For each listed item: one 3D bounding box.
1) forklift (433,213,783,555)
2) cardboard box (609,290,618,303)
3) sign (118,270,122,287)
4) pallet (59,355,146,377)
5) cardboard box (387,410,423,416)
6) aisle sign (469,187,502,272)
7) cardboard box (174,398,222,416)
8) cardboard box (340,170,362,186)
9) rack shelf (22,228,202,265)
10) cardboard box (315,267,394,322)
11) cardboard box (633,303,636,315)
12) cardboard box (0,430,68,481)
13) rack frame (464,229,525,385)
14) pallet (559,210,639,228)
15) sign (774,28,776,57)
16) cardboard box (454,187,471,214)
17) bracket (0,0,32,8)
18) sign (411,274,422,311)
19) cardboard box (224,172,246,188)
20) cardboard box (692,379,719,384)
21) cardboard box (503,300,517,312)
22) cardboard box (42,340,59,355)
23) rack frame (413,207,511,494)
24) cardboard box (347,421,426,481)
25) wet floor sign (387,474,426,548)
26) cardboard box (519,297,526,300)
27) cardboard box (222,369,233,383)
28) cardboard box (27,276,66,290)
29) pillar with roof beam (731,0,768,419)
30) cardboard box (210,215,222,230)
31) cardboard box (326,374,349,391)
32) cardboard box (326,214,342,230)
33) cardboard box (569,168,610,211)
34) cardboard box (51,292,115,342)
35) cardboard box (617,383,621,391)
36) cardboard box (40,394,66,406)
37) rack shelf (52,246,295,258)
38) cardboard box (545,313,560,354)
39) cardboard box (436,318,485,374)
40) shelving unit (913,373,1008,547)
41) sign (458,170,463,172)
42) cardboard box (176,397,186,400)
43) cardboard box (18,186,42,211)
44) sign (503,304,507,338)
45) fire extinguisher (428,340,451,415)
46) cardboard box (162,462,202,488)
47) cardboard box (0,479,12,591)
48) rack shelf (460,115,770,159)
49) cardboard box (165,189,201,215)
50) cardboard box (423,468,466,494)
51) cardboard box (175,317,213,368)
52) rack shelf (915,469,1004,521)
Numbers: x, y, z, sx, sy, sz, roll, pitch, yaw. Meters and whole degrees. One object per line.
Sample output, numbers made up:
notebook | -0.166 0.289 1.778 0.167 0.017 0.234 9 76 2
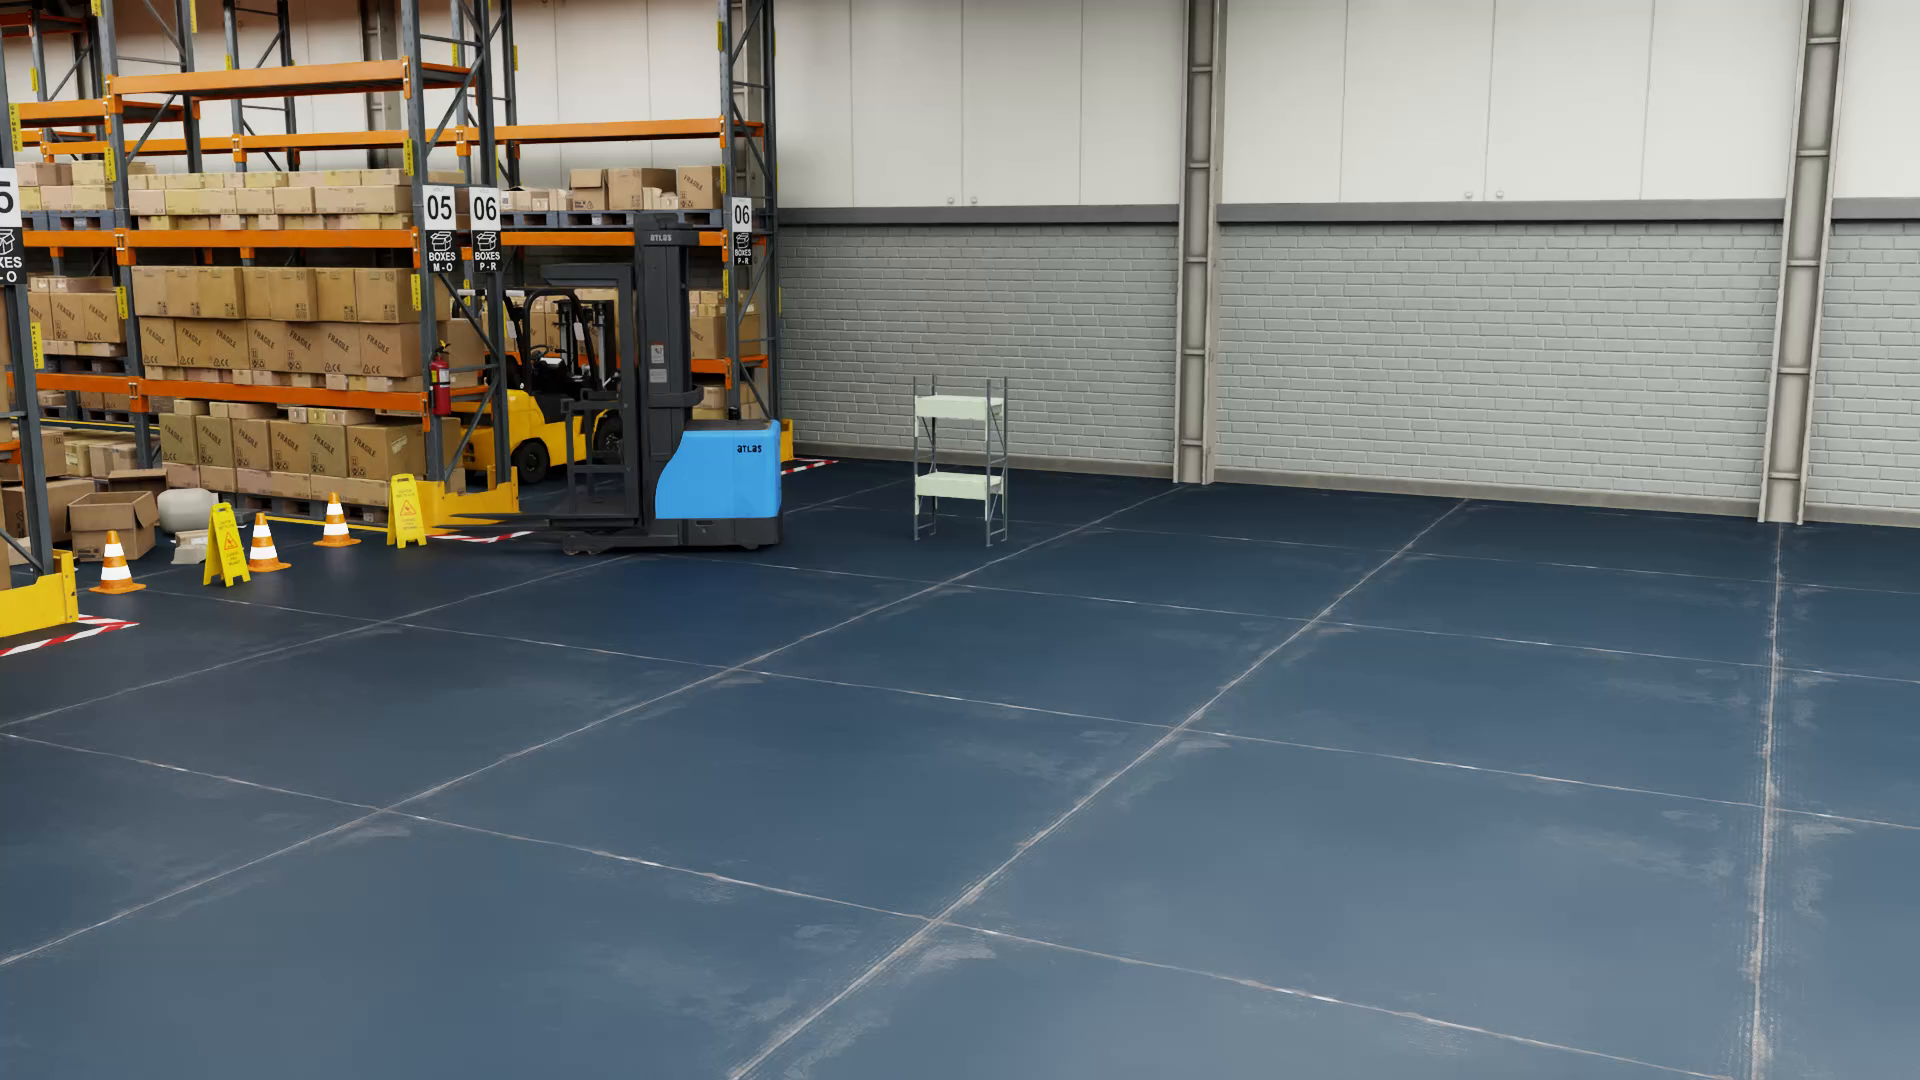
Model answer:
forklift | -3.142 -1.410 14.811 3.031 2.935 1.130 -1 10 -3
cardboard box | -4.102 -3.005 20.496 0.250 0.149 0.380 5 12 27
sign | -13.018 -4.016 25.765 0.005 0.325 0.100 5 11 26
pallet | -8.900 -1.923 17.990 1.213 0.211 1.003 5 11 26
cardboard box | -7.251 -1.867 22.629 0.625 0.625 0.875 5 11 25
aisle sign | -4.499 -2.942 15.785 0.004 0.787 0.394 5 11 26
cardboard box | -7.784 -1.366 16.992 0.250 0.149 0.380 5 11 27
cardboard box | -5.577 -3.386 15.582 0.250 0.149 0.380 5 11 25
rack shelf | -10.073 -3.213 18.179 4.000 0.370 1.077 5 11 26
cardboard box | -5.697 -2.353 15.902 0.500 0.500 0.700 5 11 26
cardboard box | -3.859 -2.843 20.433 0.250 0.149 0.380 5 11 24
cardboard box | -9.040 -0.790 16.083 0.500 0.500 0.500 5 11 26
rack frame | -6.086 -2.727 21.893 0.127 3.000 1.000 5 11 26
pallet | -4.220 -4.000 20.753 1.213 0.211 1.003 5 11 26
sign | -2.248 -5.989 20.007 0.005 0.325 0.100 5 11 26
cardboard box | -5.025 -3.249 15.944 0.500 0.250 0.500 5 11 25
bracket | -16.326 -8.458 26.609 4.783 0.066 0.076 5 11 26
sign | -4.955 -2.257 15.158 0.005 0.325 0.100 5 11 26
cardboard box | -6.949 -3.508 16.252 0.250 0.149 0.380 5 11 25
cardboard box | -3.296 -1.864 20.861 0.500 0.250 0.500 5 11 26
cardboard box | -5.684 -3.008 21.344 0.250 0.149 0.380 5 12 27
cardboard box | -9.568 -2.071 17.796 0.250 0.149 0.380 5 11 26
rack frame | -4.692 -1.618 15.770 0.127 3.000 1.000 5 11 26
cardboard box | -5.526 -0.863 16.029 0.500 0.500 0.500 5 11 26
wet floor sign | -4.995 -0.274 14.953 0.267 0.644 0.232 -10 14 -43
cardboard box | -5.424 -3.144 21.262 0.250 0.149 0.380 5 11 25
cardboard box | -7.178 -1.665 16.734 0.250 0.149 0.380 5 11 26
cardboard box | -10.274 -2.886 18.659 0.250 0.149 0.380 4 11 23
pillar with roof beam | -4.629 -4.875 16.917 0.400 9.000 9.100 5 11 26
cardboard box | -7.185 -3.142 16.471 0.250 0.149 0.380 5 11 24
cardboard box | -5.863 -1.531 15.995 0.250 0.149 0.380 5 12 27
cardboard box | -5.794 -3.026 15.828 0.250 0.149 0.380 5 11 26
cardboard box | -4.386 -4.339 20.629 0.637 0.503 0.797 5 12 28
cardboard box | -9.240 -2.375 17.652 0.500 0.500 0.500 5 11 26
cardboard box | -3.967 -1.821 20.624 0.500 0.250 0.500 5 11 27
cardboard box | -13.890 -2.158 25.576 0.250 0.149 0.380 5 11 24
rack shelf | -11.467 -4.322 24.303 4.000 0.370 1.077 5 11 26
cardboard box | -4.875 -2.621 21.029 0.500 0.500 0.500 5 11 25
cardboard box | -4.994 -1.896 16.186 0.500 0.500 0.500 5 11 25
shelving unit | 0.006 -0.737 15.114 0.755 1.500 0.431 5 11 26
sign | -6.317 -4.525 21.069 0.005 0.325 0.100 5 11 26
cardboard box | -11.062 -2.099 24.267 0.500 0.500 0.500 6 12 28
cardboard box | -9.775 -3.646 17.795 0.500 0.250 0.500 5 11 27
sign | -4.452 -2.131 16.172 0.005 0.325 0.100 5 11 26
fire extinguisher | -4.793 -1.498 15.320 0.183 0.674 0.296 5 11 26
cardboard box | -7.869 -0.698 17.224 0.500 0.250 0.500 4 11 23
cardboard box | -7.429 -0.024 11.747 0.875 0.875 0.875 5 11 26
rack shelf | -4.293 -4.970 20.588 4.000 0.370 1.077 5 11 26
cardboard box | -7.539 -3.365 16.582 0.500 0.250 0.500 5 11 25
cardboard box | -5.293 -0.580 16.573 0.500 0.250 0.500 5 11 25
cardboard box | -7.547 -2.014 16.841 0.500 0.500 0.500 5 11 26
rack shelf | 0.006 -0.417 15.172 0.720 0.370 0.431 5 11 26
